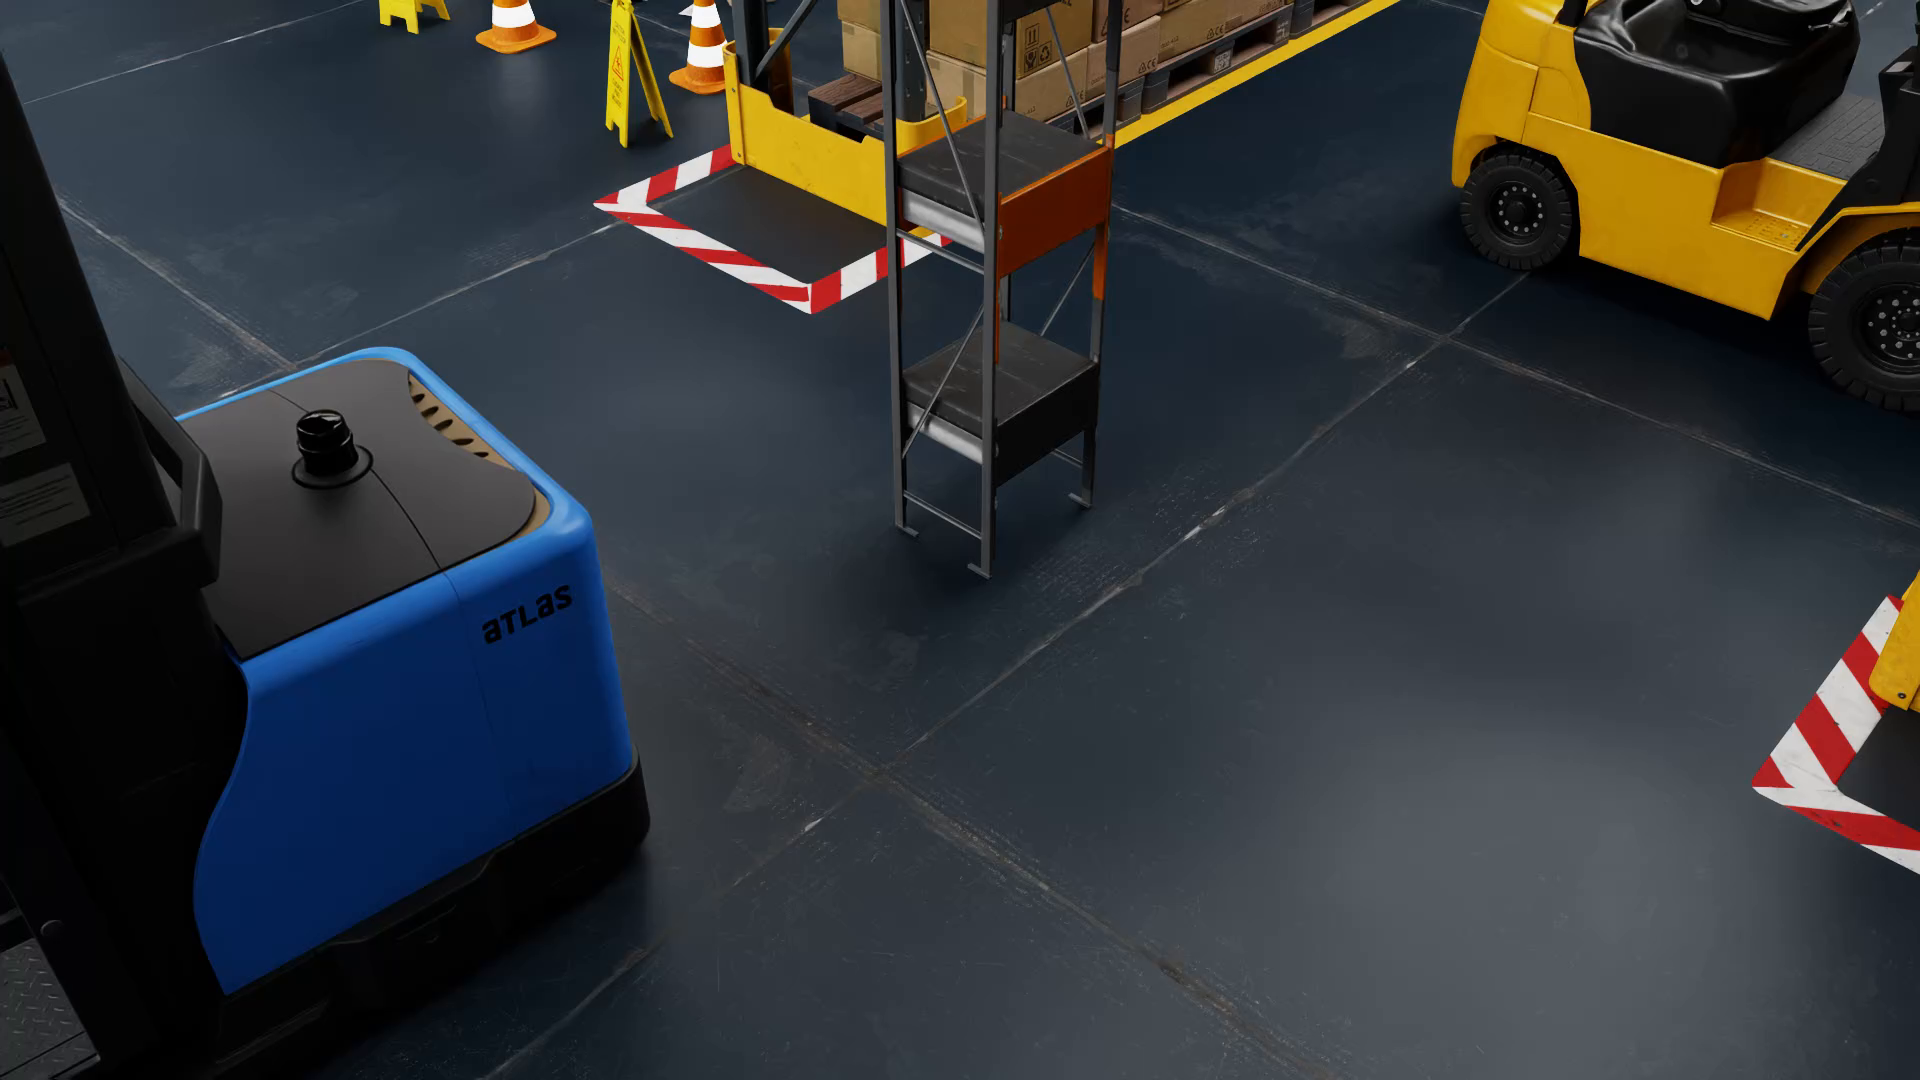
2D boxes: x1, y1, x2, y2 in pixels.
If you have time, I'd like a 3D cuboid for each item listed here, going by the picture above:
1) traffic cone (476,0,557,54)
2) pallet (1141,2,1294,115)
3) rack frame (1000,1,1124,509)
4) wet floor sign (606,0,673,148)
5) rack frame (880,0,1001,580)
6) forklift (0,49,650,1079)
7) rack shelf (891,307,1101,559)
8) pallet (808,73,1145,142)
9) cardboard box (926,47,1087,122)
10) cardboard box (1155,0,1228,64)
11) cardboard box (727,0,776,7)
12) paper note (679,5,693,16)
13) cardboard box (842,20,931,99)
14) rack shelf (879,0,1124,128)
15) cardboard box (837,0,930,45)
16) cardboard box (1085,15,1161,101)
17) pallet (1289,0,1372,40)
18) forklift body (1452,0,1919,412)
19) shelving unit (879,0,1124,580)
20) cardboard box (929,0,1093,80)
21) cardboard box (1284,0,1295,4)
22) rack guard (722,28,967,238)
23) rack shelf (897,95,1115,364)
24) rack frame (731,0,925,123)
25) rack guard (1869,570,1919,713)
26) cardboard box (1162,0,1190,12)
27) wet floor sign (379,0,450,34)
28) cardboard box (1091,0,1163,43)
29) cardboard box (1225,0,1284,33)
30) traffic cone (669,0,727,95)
[{"bbox_3d":[-2.256,-2.733,8.316,0.336,0.463,0.334,30,47,32],"label":"traffic cone"},{"bbox_3d":[0.903,-2.537,8.271,1.003,0.211,1.213,30,47,32],"label":"pallet"},{"bbox_3d":[0.276,-1.010,4.833,0.400,2.100,0.015,30,47,32],"label":"rack frame"},{"bbox_3d":[-1.463,-2.118,7.395,0.232,0.644,0.267,-18,42,-21],"label":"wet floor sign"},{"bbox_3d":[-0.053,-0.786,4.551,0.400,2.100,0.015,30,47,32],"label":"rack frame"},{"bbox_3d":[-2.236,0.008,2.885,3.031,2.935,1.130,-28,46,-31],"label":"forklift"},{"bbox_3d":[0.112,-0.339,5.136,0.431,0.518,0.480,30,47,32],"label":"rack shelf"},{"bbox_3d":[0.080,-1.979,7.569,1.003,0.211,1.213,30,47,32],"label":"pallet"},{"bbox_3d":[0.203,-2.020,7.252,0.500,0.250,0.500,29,47,32],"label":"cardboard box"},{"bbox_3d":[0.912,-2.507,7.865,0.500,0.250,0.500,-31,48,-33],"label":"cardboard box"},{"bbox_3d":[-1.153,-3.011,8.917,0.250,0.149,0.380,-11,40,-14],"label":"cardboard box"},{"bbox_3d":[-1.377,-2.785,8.728,0.148,0.019,0.142,14,41,17],"label":"paper note"},{"bbox_3d":[-0.183,-2.261,7.555,0.500,0.250,0.500,29,47,32],"label":"cardboard box"},{"bbox_3d":[0.112,-1.435,4.265,0.431,0.518,0.480,30,47,32],"label":"rack shelf"},{"bbox_3d":[-0.197,-2.536,7.299,0.500,0.500,0.500,30,47,32],"label":"cardboard box"},{"bbox_3d":[0.553,-2.251,7.543,0.500,0.250,0.500,31,48,33],"label":"cardboard box"},{"bbox_3d":[1.726,-3.100,8.979,1.003,0.211,1.213,30,47,32],"label":"pallet"},{"bbox_3d":[3.054,-1.900,5.911,2.313,2.155,1.214,30,47,32],"label":"forklift body"},{"bbox_3d":[0.112,-0.898,4.692,0.431,2.100,0.503,30,47,32],"label":"shelving unit"},{"bbox_3d":[0.218,-2.324,7.032,0.500,0.500,0.500,28,46,31],"label":"cardboard box"},{"bbox_3d":[1.601,-2.970,8.446,0.500,0.250,0.500,28,46,31],"label":"cardboard box"},{"bbox_3d":[-0.494,-1.734,7.029,1.175,0.500,0.348,30,47,32],"label":"rack guard"},{"bbox_3d":[0.112,-0.887,4.701,0.431,0.518,0.480,30,47,32],"label":"rack shelf"},{"bbox_3d":[-0.545,-2.677,6.207,1.000,3.000,0.127,30,47,32],"label":"rack frame"},{"bbox_3d":[3.105,0.395,4.352,1.175,0.500,0.348,30,47,32],"label":"rack guard"},{"bbox_3d":[0.912,-2.793,7.622,0.500,0.500,0.500,31,48,33],"label":"cardboard box"},{"bbox_3d":[-2.825,-2.943,8.433,0.267,0.644,0.232,22,43,25],"label":"wet floor sign"},{"bbox_3d":[0.568,-2.566,7.337,0.500,0.500,0.500,28,46,30],"label":"cardboard box"},{"bbox_3d":[1.254,-2.738,8.155,0.500,0.250,0.500,30,48,32],"label":"cardboard box"},{"bbox_3d":[-1.208,-2.423,7.926,0.336,0.463,0.334,30,47,32],"label":"traffic cone"}]
